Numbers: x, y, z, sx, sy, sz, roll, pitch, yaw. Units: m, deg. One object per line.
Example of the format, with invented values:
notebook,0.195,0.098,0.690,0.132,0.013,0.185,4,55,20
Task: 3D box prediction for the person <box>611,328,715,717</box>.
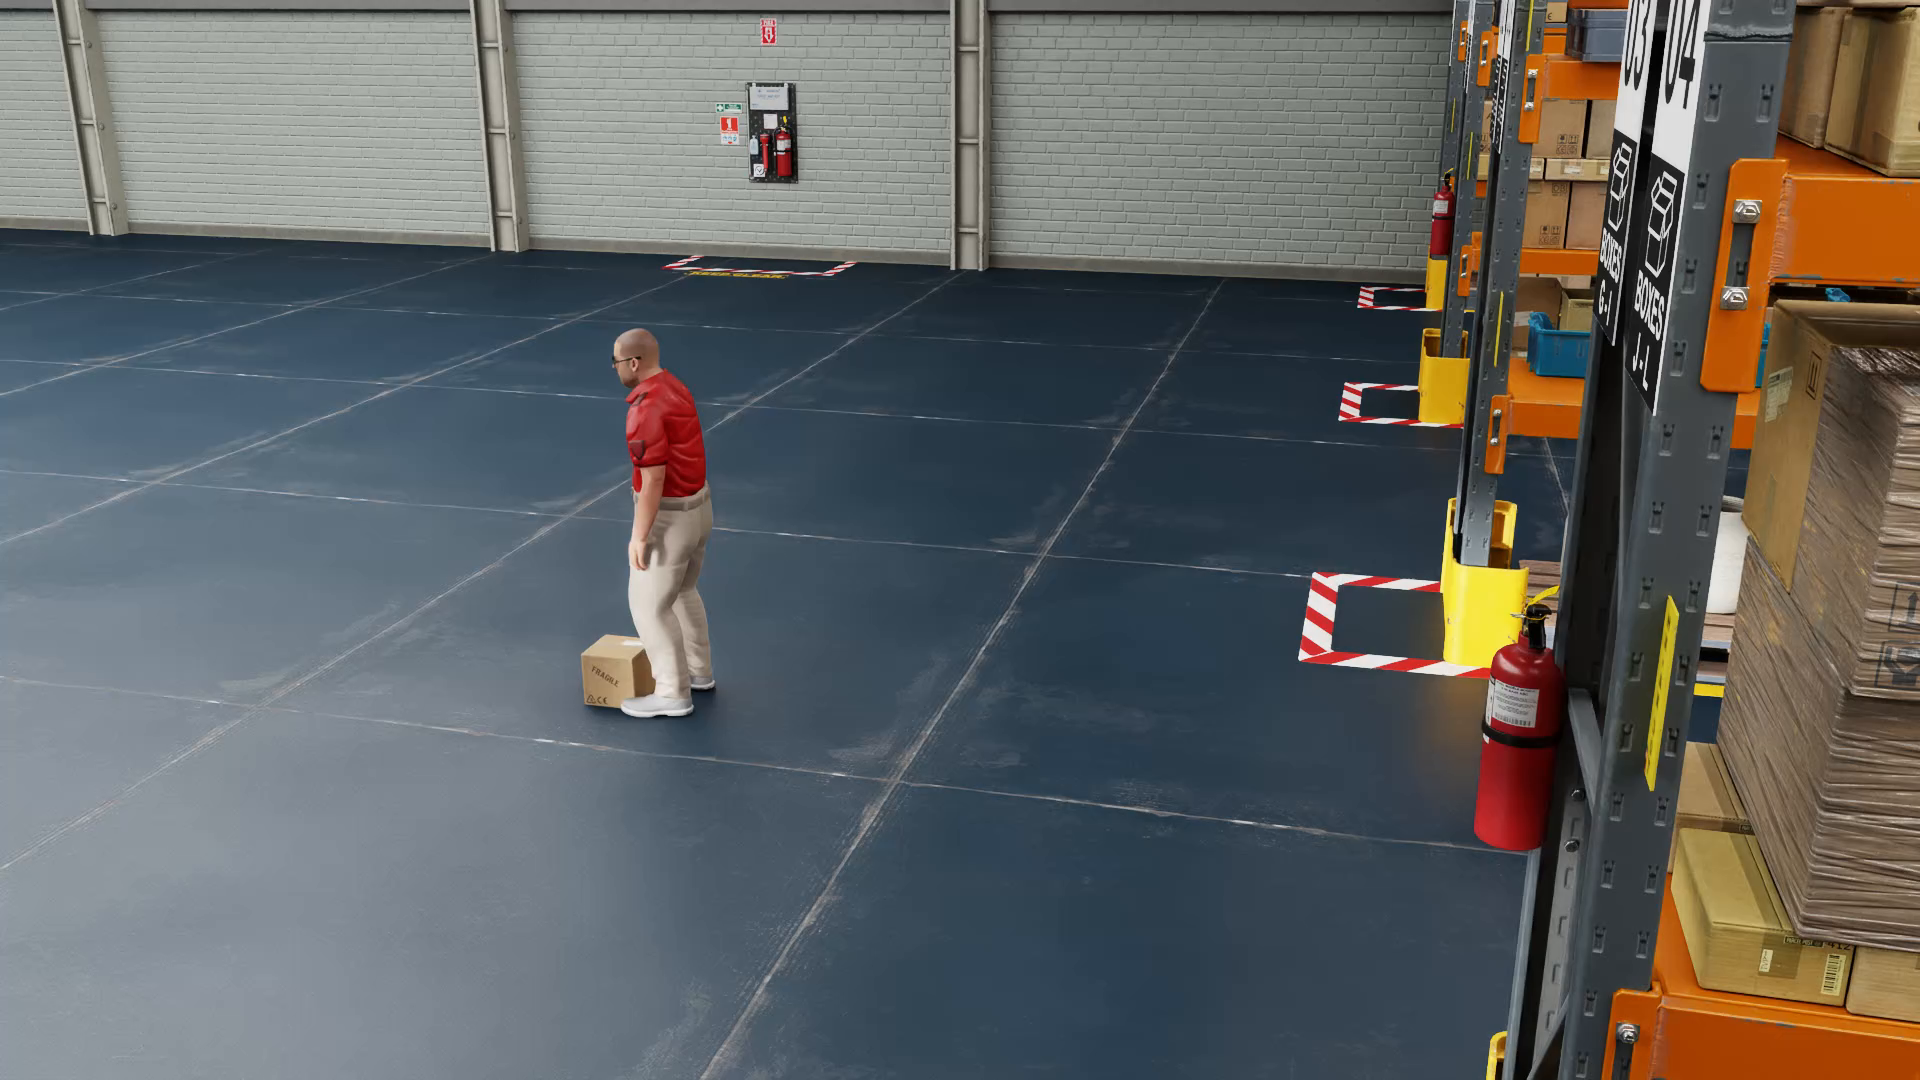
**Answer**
person,-1.310,-0.080,7.322,0.387,1.727,0.606,3,18,11
